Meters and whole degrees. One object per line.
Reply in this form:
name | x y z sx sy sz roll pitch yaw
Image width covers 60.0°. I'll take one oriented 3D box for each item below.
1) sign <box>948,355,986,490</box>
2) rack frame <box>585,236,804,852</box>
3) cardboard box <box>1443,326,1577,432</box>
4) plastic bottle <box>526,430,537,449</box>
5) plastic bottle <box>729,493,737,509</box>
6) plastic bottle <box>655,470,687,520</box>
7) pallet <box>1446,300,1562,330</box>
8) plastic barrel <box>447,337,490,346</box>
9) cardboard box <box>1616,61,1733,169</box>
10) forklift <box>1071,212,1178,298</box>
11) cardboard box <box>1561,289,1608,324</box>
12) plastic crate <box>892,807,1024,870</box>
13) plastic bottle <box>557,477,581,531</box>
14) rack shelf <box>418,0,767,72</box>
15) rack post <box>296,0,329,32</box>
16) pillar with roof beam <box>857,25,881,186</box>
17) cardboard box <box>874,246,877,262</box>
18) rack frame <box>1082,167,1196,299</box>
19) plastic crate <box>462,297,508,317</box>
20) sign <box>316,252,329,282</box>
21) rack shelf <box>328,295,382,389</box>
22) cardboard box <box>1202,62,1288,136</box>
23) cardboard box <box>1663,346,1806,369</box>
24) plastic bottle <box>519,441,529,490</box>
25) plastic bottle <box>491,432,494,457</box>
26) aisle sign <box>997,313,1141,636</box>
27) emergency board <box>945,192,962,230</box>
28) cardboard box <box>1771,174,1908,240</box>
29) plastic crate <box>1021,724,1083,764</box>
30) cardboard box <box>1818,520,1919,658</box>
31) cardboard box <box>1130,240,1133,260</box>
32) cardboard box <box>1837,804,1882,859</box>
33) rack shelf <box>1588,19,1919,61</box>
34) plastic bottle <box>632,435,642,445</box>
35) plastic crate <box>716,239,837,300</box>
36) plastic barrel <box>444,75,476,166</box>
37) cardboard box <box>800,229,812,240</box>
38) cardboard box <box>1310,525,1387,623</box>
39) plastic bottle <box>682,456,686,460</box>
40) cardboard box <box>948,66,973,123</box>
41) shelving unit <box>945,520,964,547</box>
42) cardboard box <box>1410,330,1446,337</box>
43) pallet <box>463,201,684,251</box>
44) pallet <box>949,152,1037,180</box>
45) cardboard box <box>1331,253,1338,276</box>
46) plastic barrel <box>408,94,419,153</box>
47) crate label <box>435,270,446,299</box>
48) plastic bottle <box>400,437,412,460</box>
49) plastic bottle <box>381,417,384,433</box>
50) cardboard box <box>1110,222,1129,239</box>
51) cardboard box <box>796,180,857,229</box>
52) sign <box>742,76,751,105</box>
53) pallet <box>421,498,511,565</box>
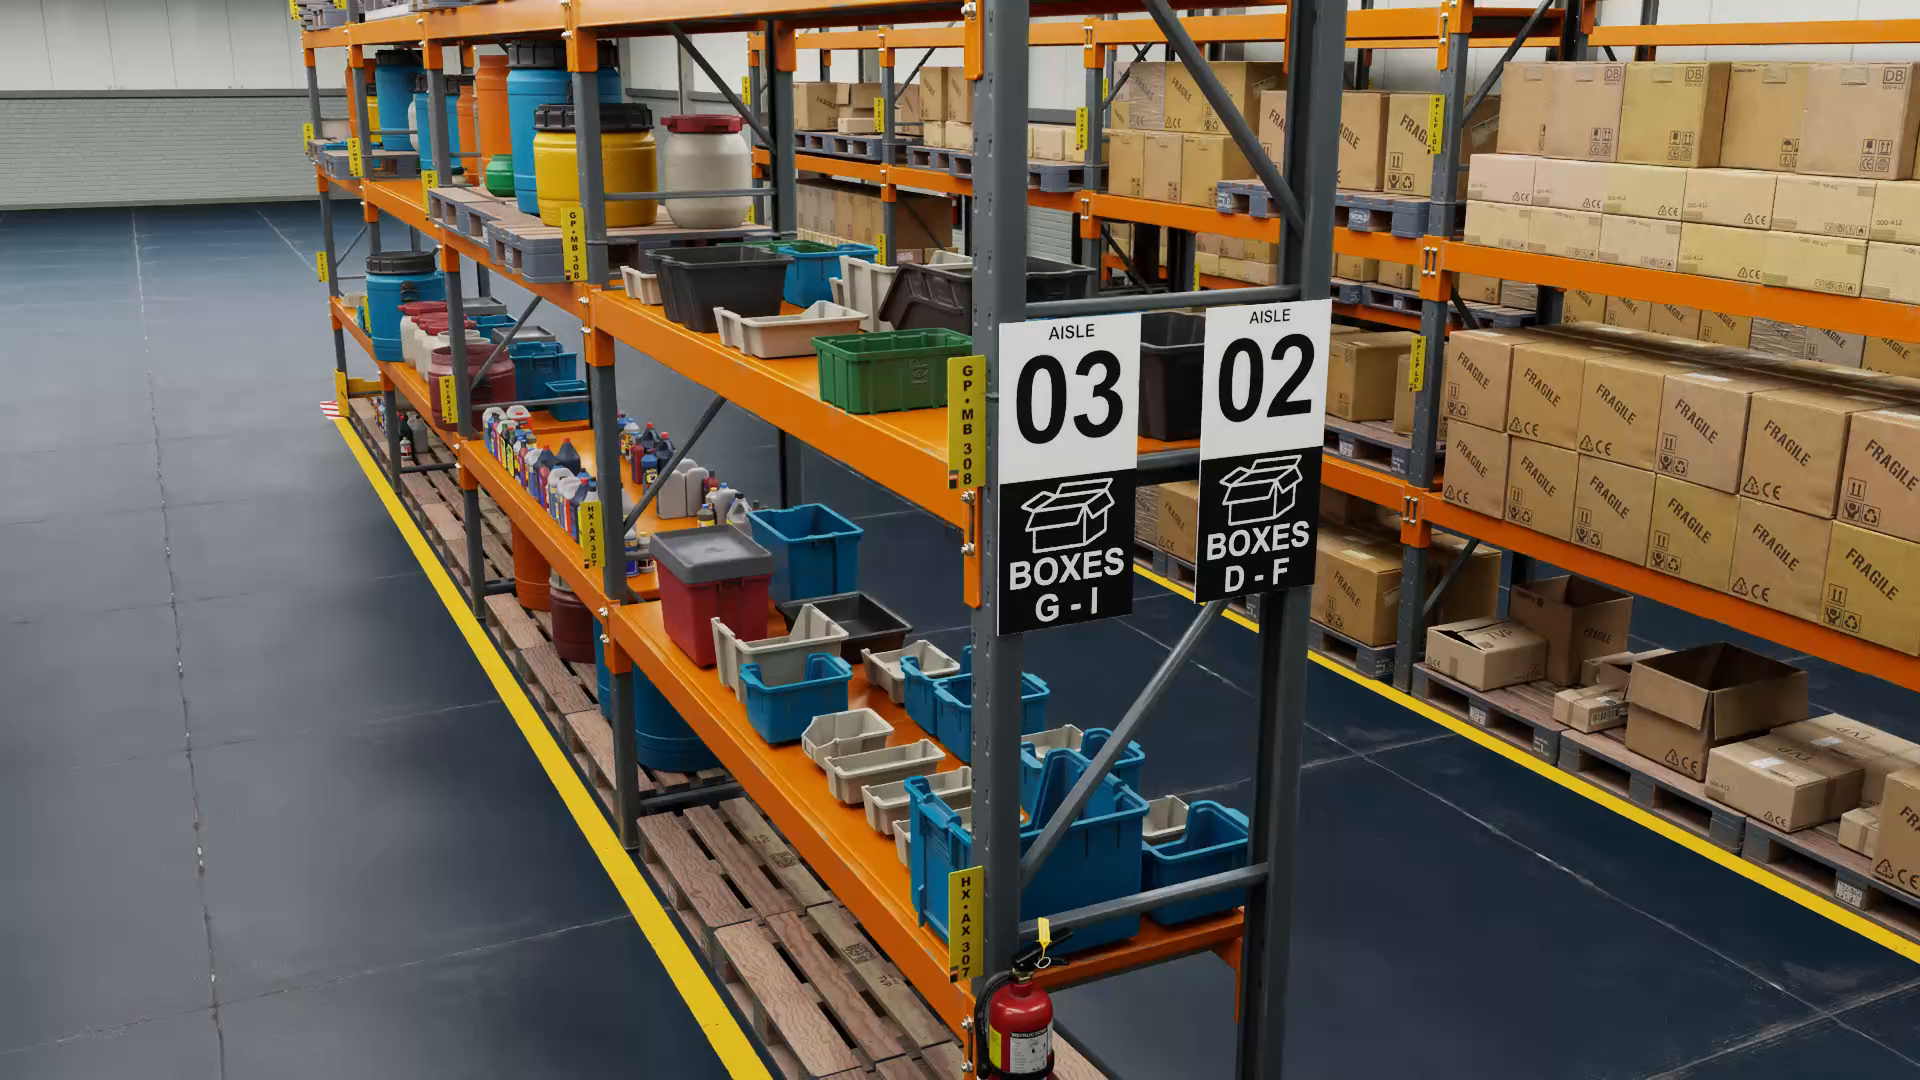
sign | 0.017 -0.286 4.060 0.100 0.325 0.005 -8 18 -25
rack frame | -1.248 0.043 8.161 1.000 3.000 0.127 -8 18 -25
cardboard box | 3.160 -0.932 9.566 0.500 0.500 0.500 -7 17 -23
plastic bottle | -2.795 -0.611 10.804 0.097 0.201 0.097 0 16 0
plastic bottle | -1.193 -0.121 8.967 0.097 0.271 0.097 0 16 0
plastic bottle | -1.651 -0.269 9.475 0.152 0.276 0.135 -8 18 -25
pallet | 5.497 -2.217 16.387 1.213 0.211 1.003 -8 18 -25
plastic barrel | -3.643 -1.231 12.401 0.421 0.512 0.421 0 16 0
cardboard box | 3.770 -2.144 8.353 0.700 0.500 0.500 -8 18 -25
forklift | 1.822 -2.353 16.638 1.130 2.935 3.031 -8 18 -26
cardboard box | 5.888 -2.195 15.204 0.500 0.500 0.500 -7 17 -23
plastic crate | -0.016 0.953 5.361 0.396 0.136 0.243 -8 18 -25
plastic bottle | -2.151 -0.205 9.250 0.152 0.276 0.135 -8 18 -25
rack shelf | -2.124 -2.798 9.216 1.077 0.370 4.000 -8 18 -25
rack post | -6.289 -5.373 17.065 0.937 0.300 0.954 -6 17 -19
pillar with roof beam | -5.642 -9.399 30.189 9.100 9.000 0.400 -8 18 -25
cardboard box | -0.717 -3.001 17.412 0.380 0.149 0.250 -8 18 -26
rack frame | 1.454 -1.546 13.700 1.000 3.000 0.127 -8 18 -25
plastic crate | -4.266 -1.888 14.775 0.402 0.464 0.583 -8 18 -25
sign | -7.002 -3.000 18.264 0.100 0.325 0.005 -8 18 -25
rack shelf | -5.629 -2.090 16.901 1.077 0.370 4.000 -8 18 -25
cardboard box | 2.086 -3.155 11.874 0.500 0.500 0.500 -8 18 -25
cardboard box | 4.108 -0.737 8.887 0.500 0.500 0.500 -7 18 -24
plastic bottle | -2.636 -0.454 10.106 0.061 0.283 0.133 -8 18 -25
plastic bottle | -3.033 -0.650 10.939 0.097 0.201 0.097 0 16 0
aisle sign | 0.272 -0.161 4.161 0.394 0.787 0.004 -8 18 -25
emergency board | -0.192 -6.165 29.797 0.194 1.169 0.643 -8 18 -25
cardboard box | 4.069 -1.517 7.528 0.500 0.250 0.500 -8 18 -25
plastic crate | 0.329 0.774 5.983 0.250 0.136 0.298 -8 18 -25
cardboard box | 4.287 0.183 7.493 0.500 0.500 0.500 -7 18 -24
cardboard box | 2.569 -3.780 21.722 0.500 0.250 0.500 -8 18 -27
cardboard box | 4.402 1.372 7.872 0.380 0.166 0.250 -8 18 -25
rack shelf | 6.781 -3.995 13.388 1.077 0.370 4.000 -8 18 -25
plastic bottle | -2.049 -0.571 10.663 0.097 0.201 0.097 0 16 0
plastic crate | -0.791 -1.228 7.538 0.450 0.188 0.662 -8 18 -25
plastic barrel | -3.762 -3.199 13.112 0.600 0.901 0.708 -8 18 -25
cardboard box | -1.619 -3.510 19.188 0.380 0.149 0.250 -8 18 -27
cardboard box | 2.523 0.225 11.264 0.500 0.500 0.500 -8 18 -25
plastic bottle | -1.642 -0.375 9.851 0.097 0.271 0.097 0 16 0
cardboard box | 0.206 -4.174 15.570 0.500 0.500 0.500 -6 17 -20
shelving unit | 0.023 -0.491 13.560 0.215 1.050 0.252 -8 18 -25
cardboard box | 4.917 -2.090 17.970 0.500 0.250 0.500 -8 18 -26
pallet | -2.179 -1.771 9.388 1.003 0.211 1.213 -8 18 -25
pallet | 0.583 -3.331 14.826 1.003 0.211 1.213 -7 17 -22
cardboard box | 4.345 -3.267 18.717 0.700 0.500 0.500 -8 18 -25
plastic barrel | -4.765 -3.768 15.041 0.421 0.512 0.421 0 16 0
crate label | -5.456 -2.525 17.049 0.502 0.435 0.616 -8 18 -25
plastic bottle | -5.192 -0.859 15.581 0.097 0.201 0.097 0 16 0
plastic bottle | -5.754 -1.177 16.689 0.097 0.201 0.097 0 16 0
cardboard box | 2.339 -4.272 22.077 0.500 0.500 0.500 -8 18 -25
cardboard box | -1.600 -3.941 19.513 0.700 0.500 0.500 -8 18 -26
sign | -2.553 -5.364 19.839 0.100 0.325 0.005 -8 18 -25
pallet | -3.836 -0.107 13.740 1.003 0.211 1.213 -8 18 -25
